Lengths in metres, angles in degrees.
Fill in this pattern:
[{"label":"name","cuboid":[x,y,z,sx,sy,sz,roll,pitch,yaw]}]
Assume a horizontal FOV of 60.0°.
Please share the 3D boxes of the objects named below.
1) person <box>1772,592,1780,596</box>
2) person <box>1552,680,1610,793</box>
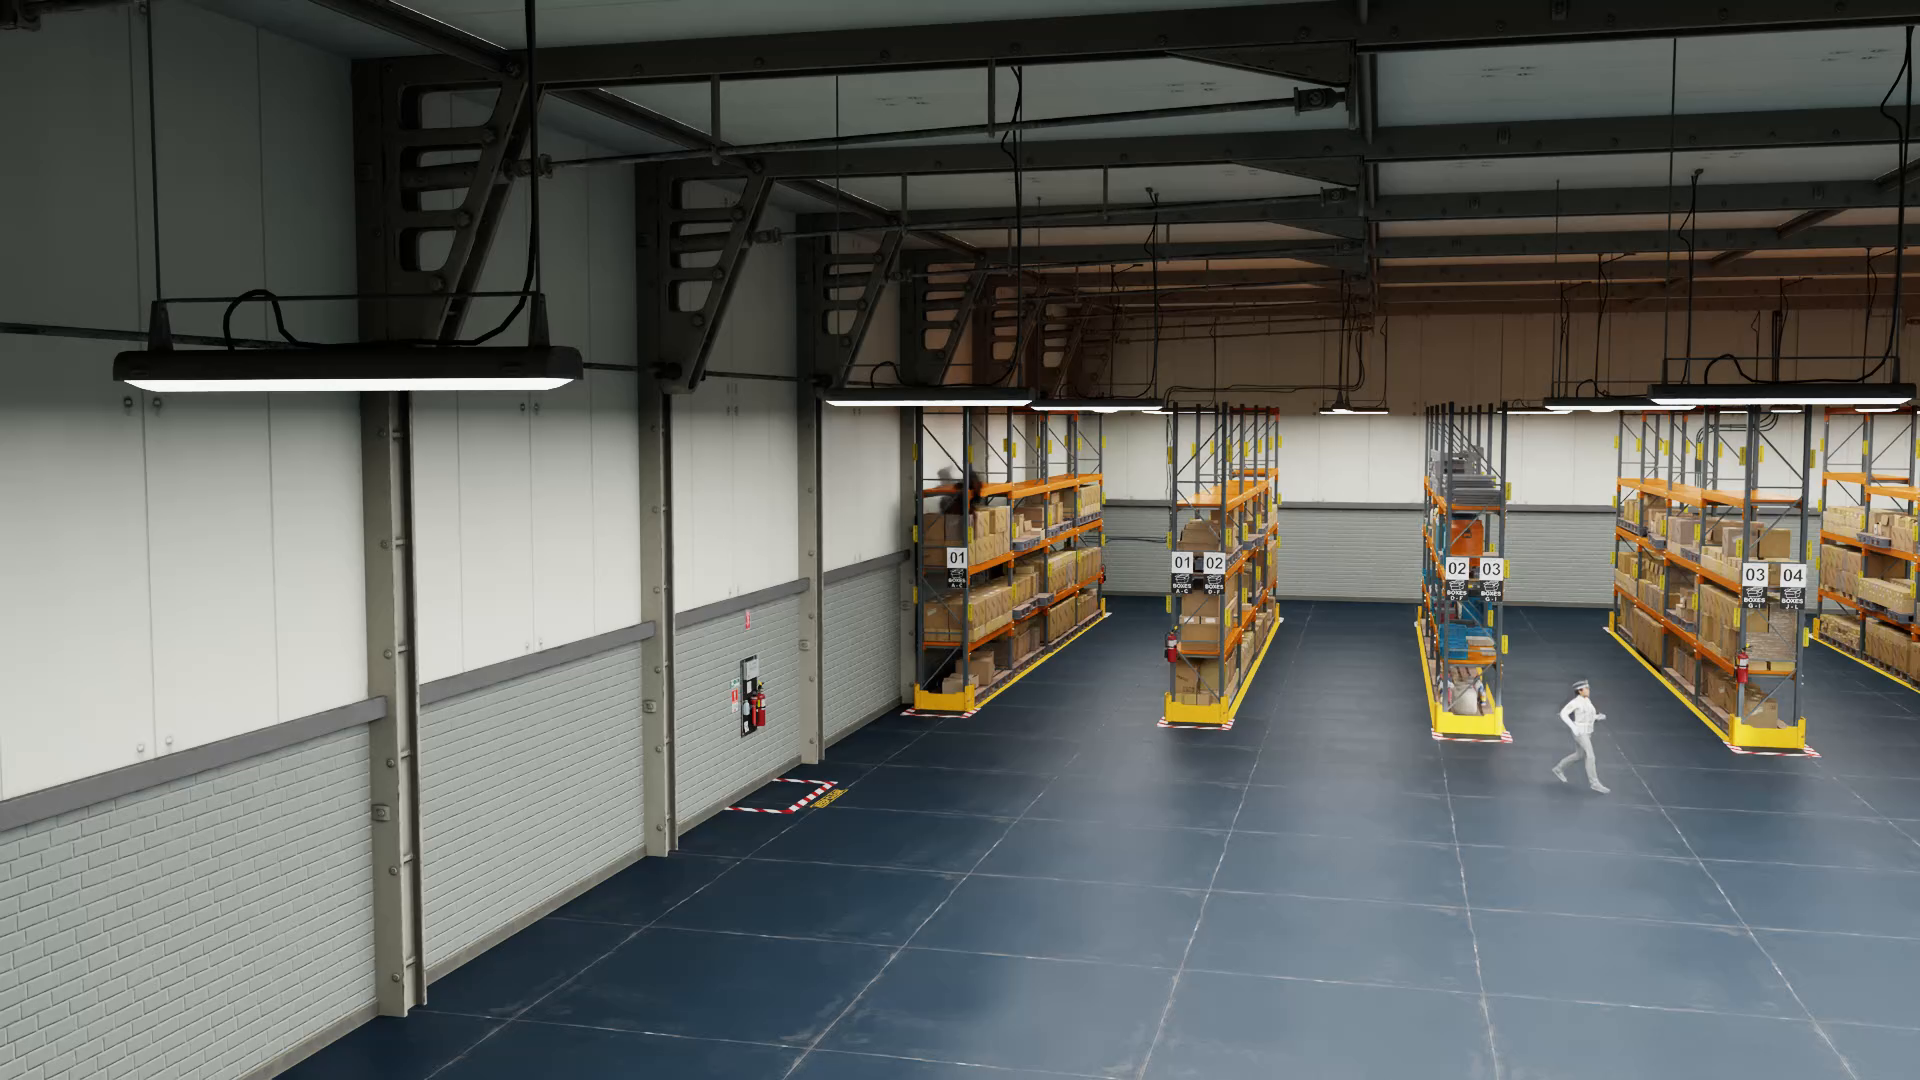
[{"label":"person","cuboid":[20.908,1.692,43.023,0.733,1.709,0.569,3,5,32]},{"label":"person","cuboid":[9.537,2.971,25.478,0.919,1.684,0.610,4,6,41]}]
